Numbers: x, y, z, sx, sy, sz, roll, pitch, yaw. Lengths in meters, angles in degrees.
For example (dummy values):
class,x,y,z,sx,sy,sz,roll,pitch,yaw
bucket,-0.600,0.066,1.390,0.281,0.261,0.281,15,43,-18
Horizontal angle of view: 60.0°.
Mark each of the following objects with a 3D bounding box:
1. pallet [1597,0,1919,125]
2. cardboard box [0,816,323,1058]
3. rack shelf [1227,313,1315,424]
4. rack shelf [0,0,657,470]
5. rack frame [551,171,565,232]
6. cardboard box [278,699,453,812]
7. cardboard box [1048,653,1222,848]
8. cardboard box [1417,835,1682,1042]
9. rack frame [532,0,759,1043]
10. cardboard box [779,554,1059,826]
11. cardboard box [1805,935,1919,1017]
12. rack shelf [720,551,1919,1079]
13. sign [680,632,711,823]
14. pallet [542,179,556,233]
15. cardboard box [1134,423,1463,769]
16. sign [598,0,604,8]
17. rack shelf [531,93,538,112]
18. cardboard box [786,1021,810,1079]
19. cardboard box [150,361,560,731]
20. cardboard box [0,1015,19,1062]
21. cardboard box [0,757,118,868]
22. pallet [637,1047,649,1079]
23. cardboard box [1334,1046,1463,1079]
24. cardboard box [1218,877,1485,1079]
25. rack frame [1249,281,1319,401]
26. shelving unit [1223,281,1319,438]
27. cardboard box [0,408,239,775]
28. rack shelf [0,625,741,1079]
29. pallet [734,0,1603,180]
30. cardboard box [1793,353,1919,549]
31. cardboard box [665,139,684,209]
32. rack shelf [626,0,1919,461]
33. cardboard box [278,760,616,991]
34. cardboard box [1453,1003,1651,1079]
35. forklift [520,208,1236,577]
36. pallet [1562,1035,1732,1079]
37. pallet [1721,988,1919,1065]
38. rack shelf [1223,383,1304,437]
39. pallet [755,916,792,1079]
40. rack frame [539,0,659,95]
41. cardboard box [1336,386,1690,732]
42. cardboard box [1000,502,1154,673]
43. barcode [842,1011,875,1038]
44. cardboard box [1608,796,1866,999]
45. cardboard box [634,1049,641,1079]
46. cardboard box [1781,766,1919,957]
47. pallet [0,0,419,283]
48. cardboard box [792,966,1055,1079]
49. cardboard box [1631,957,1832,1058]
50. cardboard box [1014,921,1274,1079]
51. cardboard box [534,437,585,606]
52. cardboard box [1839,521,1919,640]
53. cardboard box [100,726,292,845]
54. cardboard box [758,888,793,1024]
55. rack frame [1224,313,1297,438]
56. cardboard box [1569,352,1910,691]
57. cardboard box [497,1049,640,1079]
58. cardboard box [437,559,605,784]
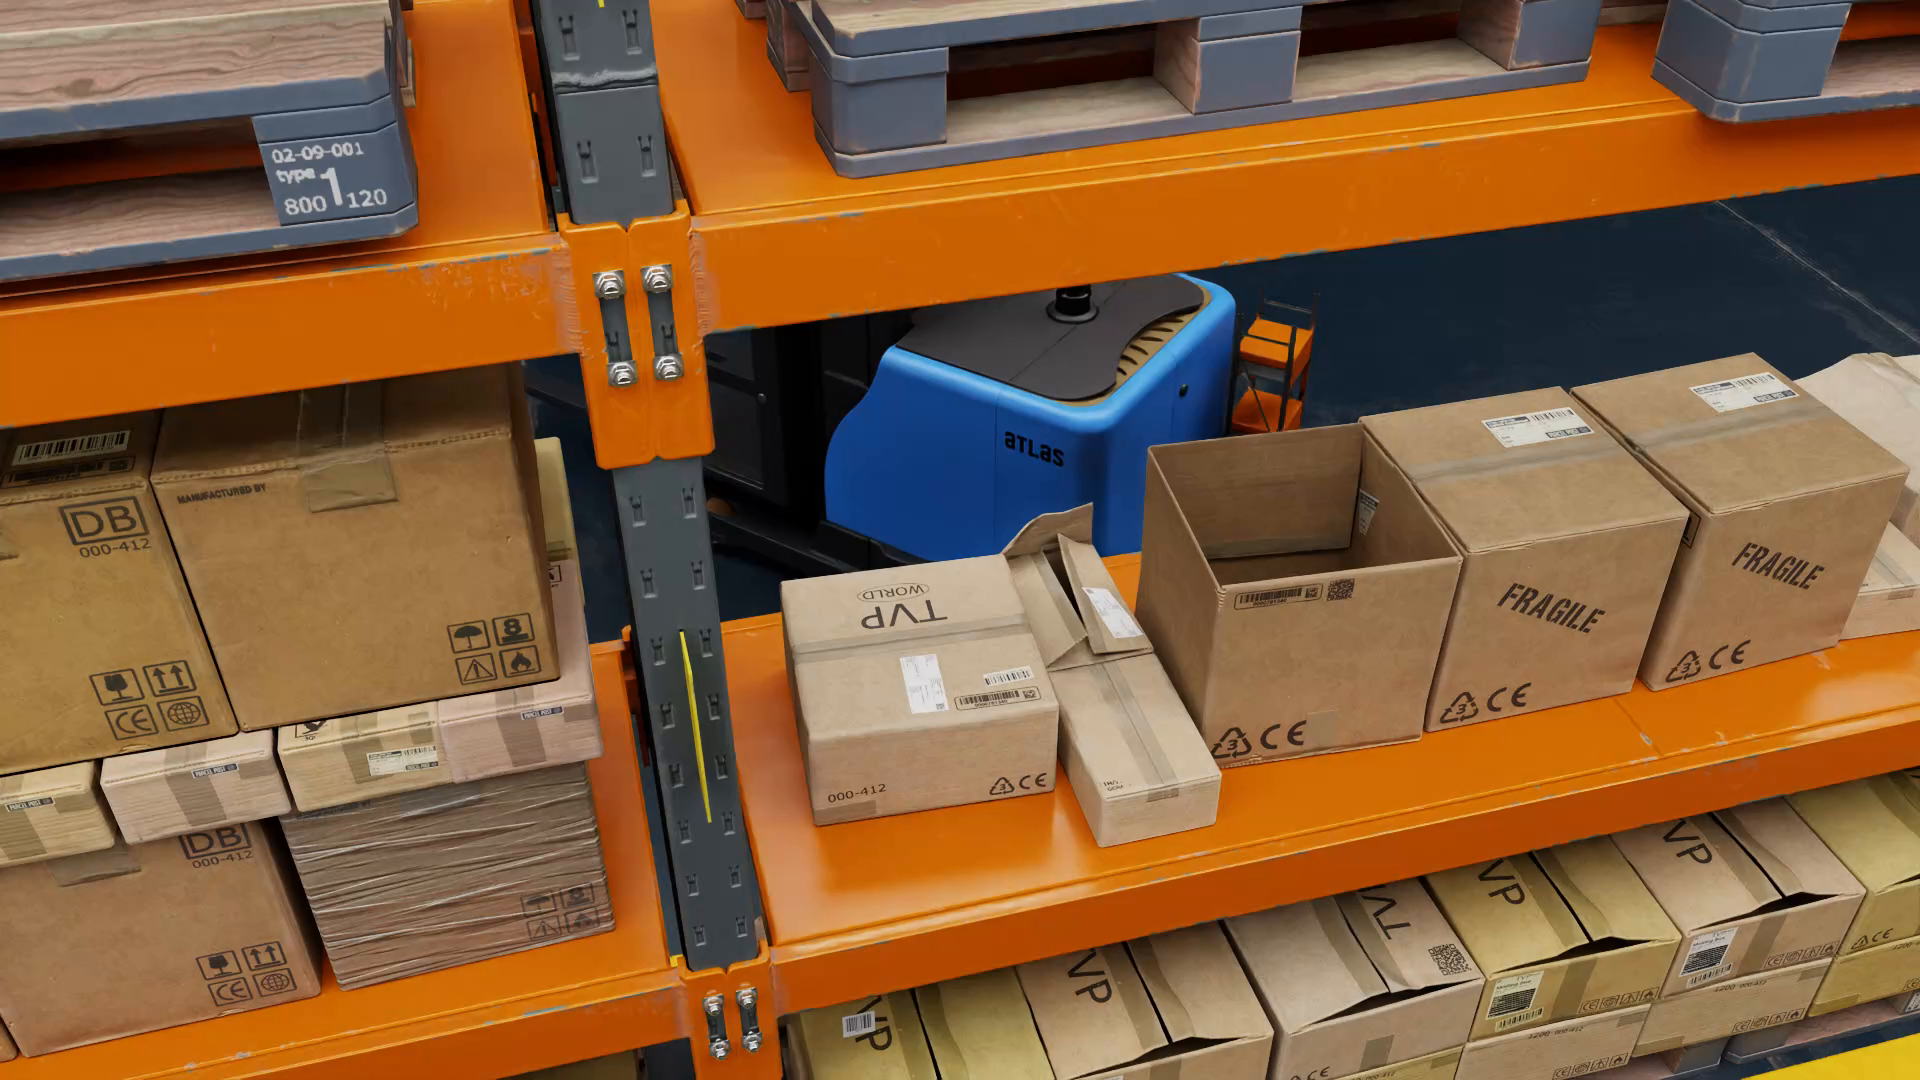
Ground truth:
class,x,y,z,sx,sy,sz,roll,pitch,yaw
pallet,1.590,-1.063,2.858,1.213,0.211,1.003,-8,38,-10
cardboard box,-1.495,0.469,3.085,0.500,0.500,0.700,-10,38,-12
rack shelf,1.067,-0.589,5.706,0.215,0.259,0.240,17,41,21
rack shelf,-2.492,-0.241,2.220,4.000,0.370,1.077,-9,38,-12
rack frame,-1.856,-2.557,7.124,0.127,3.000,1.000,-9,38,-12
cardboard box,-1.007,0.257,2.829,0.250,0.149,0.380,-10,39,-13
cardboard box,0.348,0.427,3.430,0.250,0.149,0.380,-9,38,-12
cardboard box,1.387,0.887,4.078,0.500,0.311,0.500,-8,38,-11
rack frame,-0.561,0.348,3.327,0.127,3.000,1.000,-9,38,-12
cardboard box,-0.097,0.304,3.508,0.500,0.250,0.500,-7,38,-9
cardboard box,2.359,0.950,4.457,0.500,0.250,0.500,-10,38,-12
rack shelf,1.370,0.317,3.959,4.000,0.370,1.077,-9,38,-12
sign,-0.415,0.298,2.614,0.005,0.325,0.100,-9,38,-12
pallet,-2.495,-1.323,7.805,1.213,0.211,1.003,-9,38,-12
cardboard box,0.693,0.112,3.552,0.500,0.500,0.500,-7,38,-9
sign,-0.415,-0.755,1.809,0.005,0.325,0.100,-9,38,-12
rack shelf,-3.787,-1.955,6.929,4.000,0.370,1.077,-9,38,-12
cardboard box,-0.107,1.354,3.928,0.500,0.250,0.500,-10,39,-13
cardboard box,-0.988,-0.133,2.805,0.500,0.500,0.700,-9,38,-12
cardboard box,-1.981,0.547,2.984,0.500,0.500,0.700,-9,38,-11
cardboard box,-1.513,0.342,2.718,0.250,0.149,0.380,-9,38,-12
pallet,-1.340,1.557,4.041,1.213,0.211,1.003,-9,38,-12
cardboard box,0.886,1.191,4.142,0.500,0.250,0.500,-10,39,-13
cardboard box,0.887,0.972,3.966,0.500,0.311,0.500,-11,39,-13
rack frame,1.121,-0.438,5.959,0.200,1.050,0.008,17,41,21
shelving unit,1.067,-0.372,5.872,0.215,1.050,0.252,17,41,21
cardboard box,-1.475,-0.052,2.700,0.500,0.500,0.700,-9,38,-12
rack shelf,-2.492,0.950,3.131,4.000,0.370,1.077,-9,38,-12
pallet,0.287,-0.915,2.666,1.217,0.209,0.805,-11,39,-14
cardboard box,2.386,-0.222,4.145,0.500,0.311,0.500,-10,38,-12
cardboard box,-1.150,-1.866,7.915,0.500,0.500,0.700,-8,38,-10
rack shelf,1.370,-0.875,3.048,4.000,0.370,1.077,-9,38,-12
cardboard box,-0.988,0.382,3.199,0.500,0.500,0.700,-10,39,-13
cardboard box,1.377,1.111,4.247,0.500,0.250,0.500,-9,38,-11
forklift,-0.570,-1.399,5.666,3.031,2.935,1.130,22,42,26
pallet,1.320,1.120,4.612,1.213,0.211,1.003,-9,38,-12
pallet,2.496,0.929,4.862,1.213,0.211,1.003,-9,38,-12
rack shelf,1.067,-0.364,5.879,0.215,0.259,0.240,17,41,21
pallet,0.140,1.316,4.356,1.213,0.211,1.003,-9,38,-12
rack frame,-0.561,-2.035,1.504,0.127,3.000,1.000,-9,38,-12
cardboard box,1.177,0.033,3.656,0.500,0.500,0.500,-9,38,-12
cardboard box,0.240,0.154,3.690,0.258,0.266,0.396,-10,39,-13
barcode,-0.206,0.988,3.394,0.075,0.075,0.001,-9,38,-12
cardboard box,1.871,0.809,4.180,0.500,0.311,0.500,-10,38,-12
cardboard box,-1.088,1.169,4.171,0.500,0.250,0.500,-9,38,-12
cardboard box,2.359,0.730,4.282,0.500,0.311,0.500,-10,39,-13
pallet,-1.378,-0.658,2.246,1.213,0.211,1.003,-9,38,-12
cardboard box,-0.097,1.131,3.759,0.500,0.311,0.500,-9,38,-12
cardboard box,1.873,1.027,4.355,0.500,0.250,0.500,-8,38,-11
cardboard box,0.387,1.055,3.858,0.500,0.311,0.500,-10,38,-12
cardboard box,-0.871,-0.021,3.192,0.250,0.149,0.380,-9,38,-12
cardboard box,2.084,0.049,3.924,0.250,0.149,0.380,-7,38,-9
cardboard box,-1.259,0.300,2.773,0.250,0.149,0.380,-10,39,-13
cardboard box,-0.236,1.037,4.343,0.500,0.250,0.500,-10,38,-12
rack frame,1.012,-0.306,5.786,0.200,1.050,0.008,17,41,21
cardboard box,1.685,-0.050,3.765,0.500,0.500,0.500,-11,39,-14
cardboard box,-0.952,1.475,3.771,0.500,0.250,0.500,-9,38,-12
cardboard box,-0.768,0.219,2.879,0.250,0.149,0.380,-9,38,-12
